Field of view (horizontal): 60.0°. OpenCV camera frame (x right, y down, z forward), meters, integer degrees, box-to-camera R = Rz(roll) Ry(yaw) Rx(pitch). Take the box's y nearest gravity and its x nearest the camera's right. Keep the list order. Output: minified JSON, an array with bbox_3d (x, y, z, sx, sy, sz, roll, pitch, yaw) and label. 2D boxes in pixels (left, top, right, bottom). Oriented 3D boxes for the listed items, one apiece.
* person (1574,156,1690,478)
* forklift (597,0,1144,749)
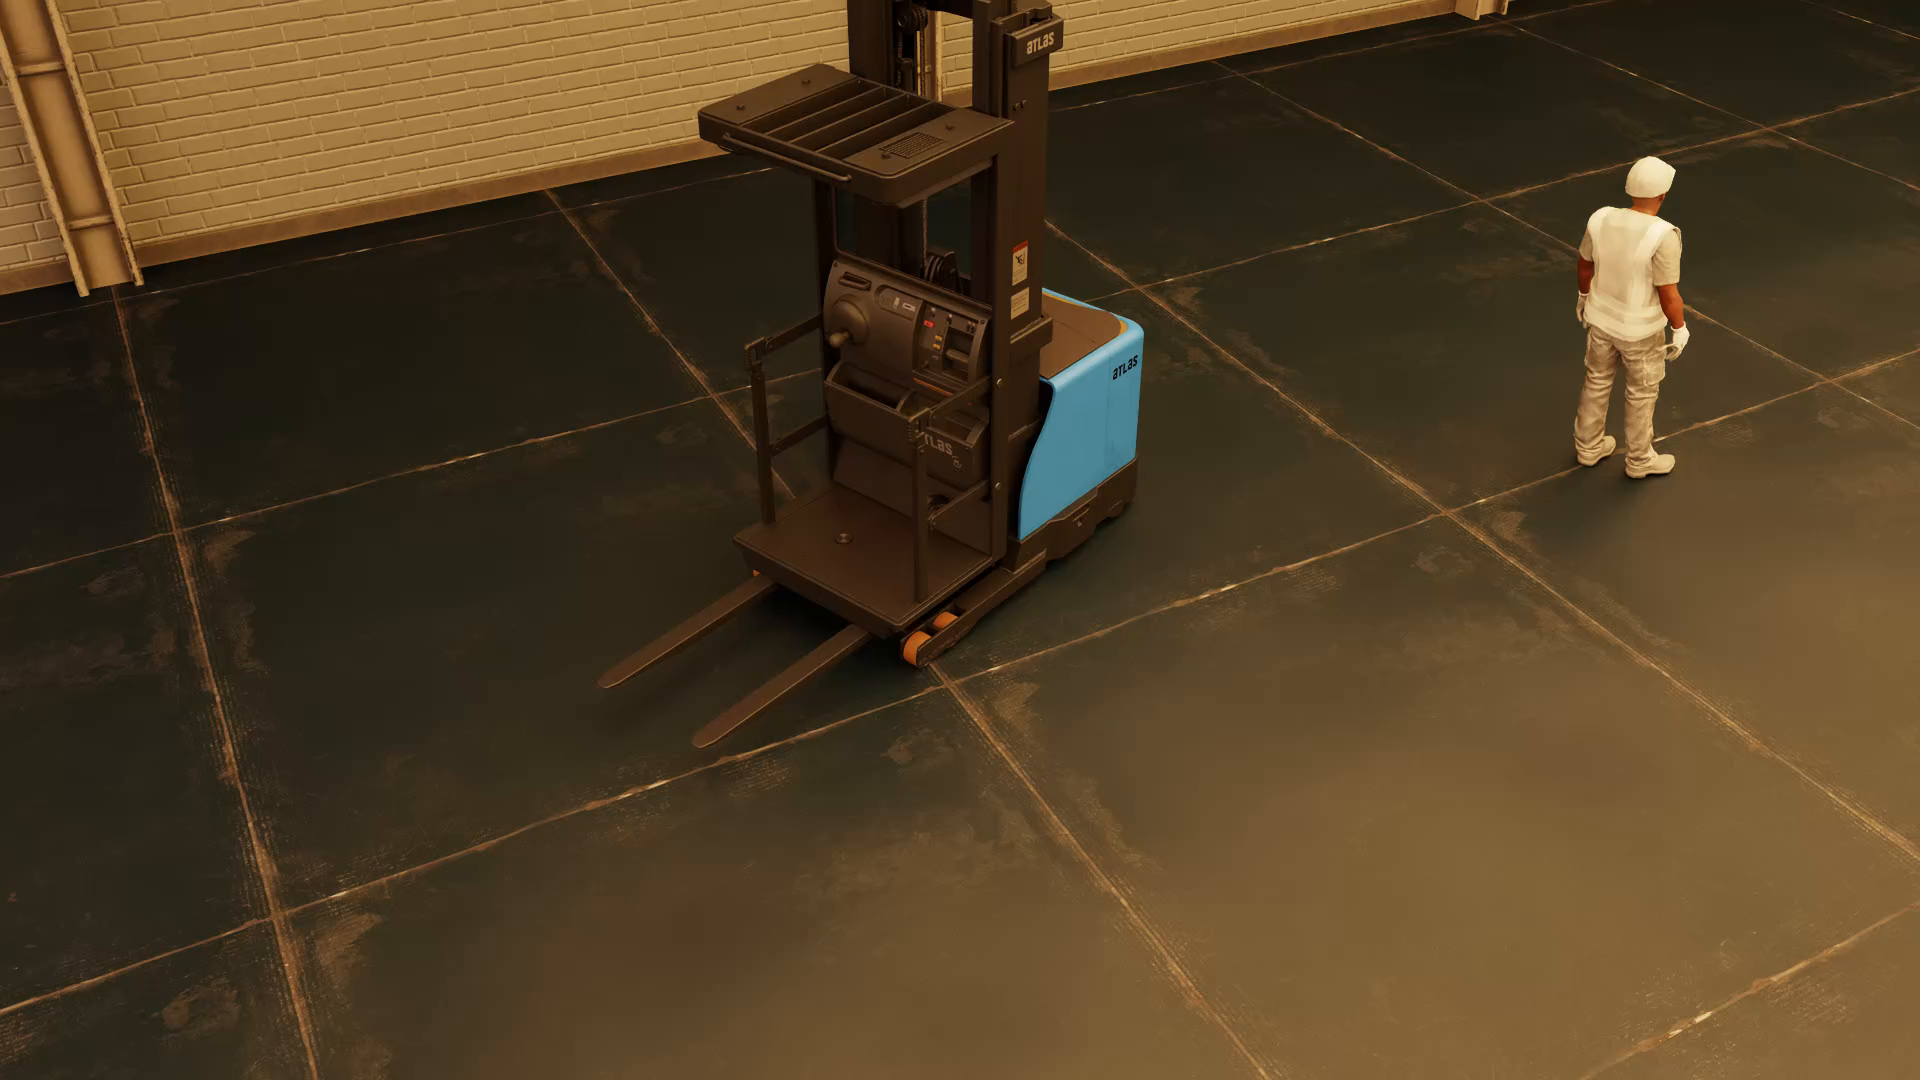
[{"bbox_3d":[3.569,-1.183,8.778,0.576,1.784,0.657,-21,40,-27],"label":"person"},{"bbox_3d":[-0.390,-0.927,7.434,1.130,2.935,3.031,26,43,31],"label":"forklift"}]
